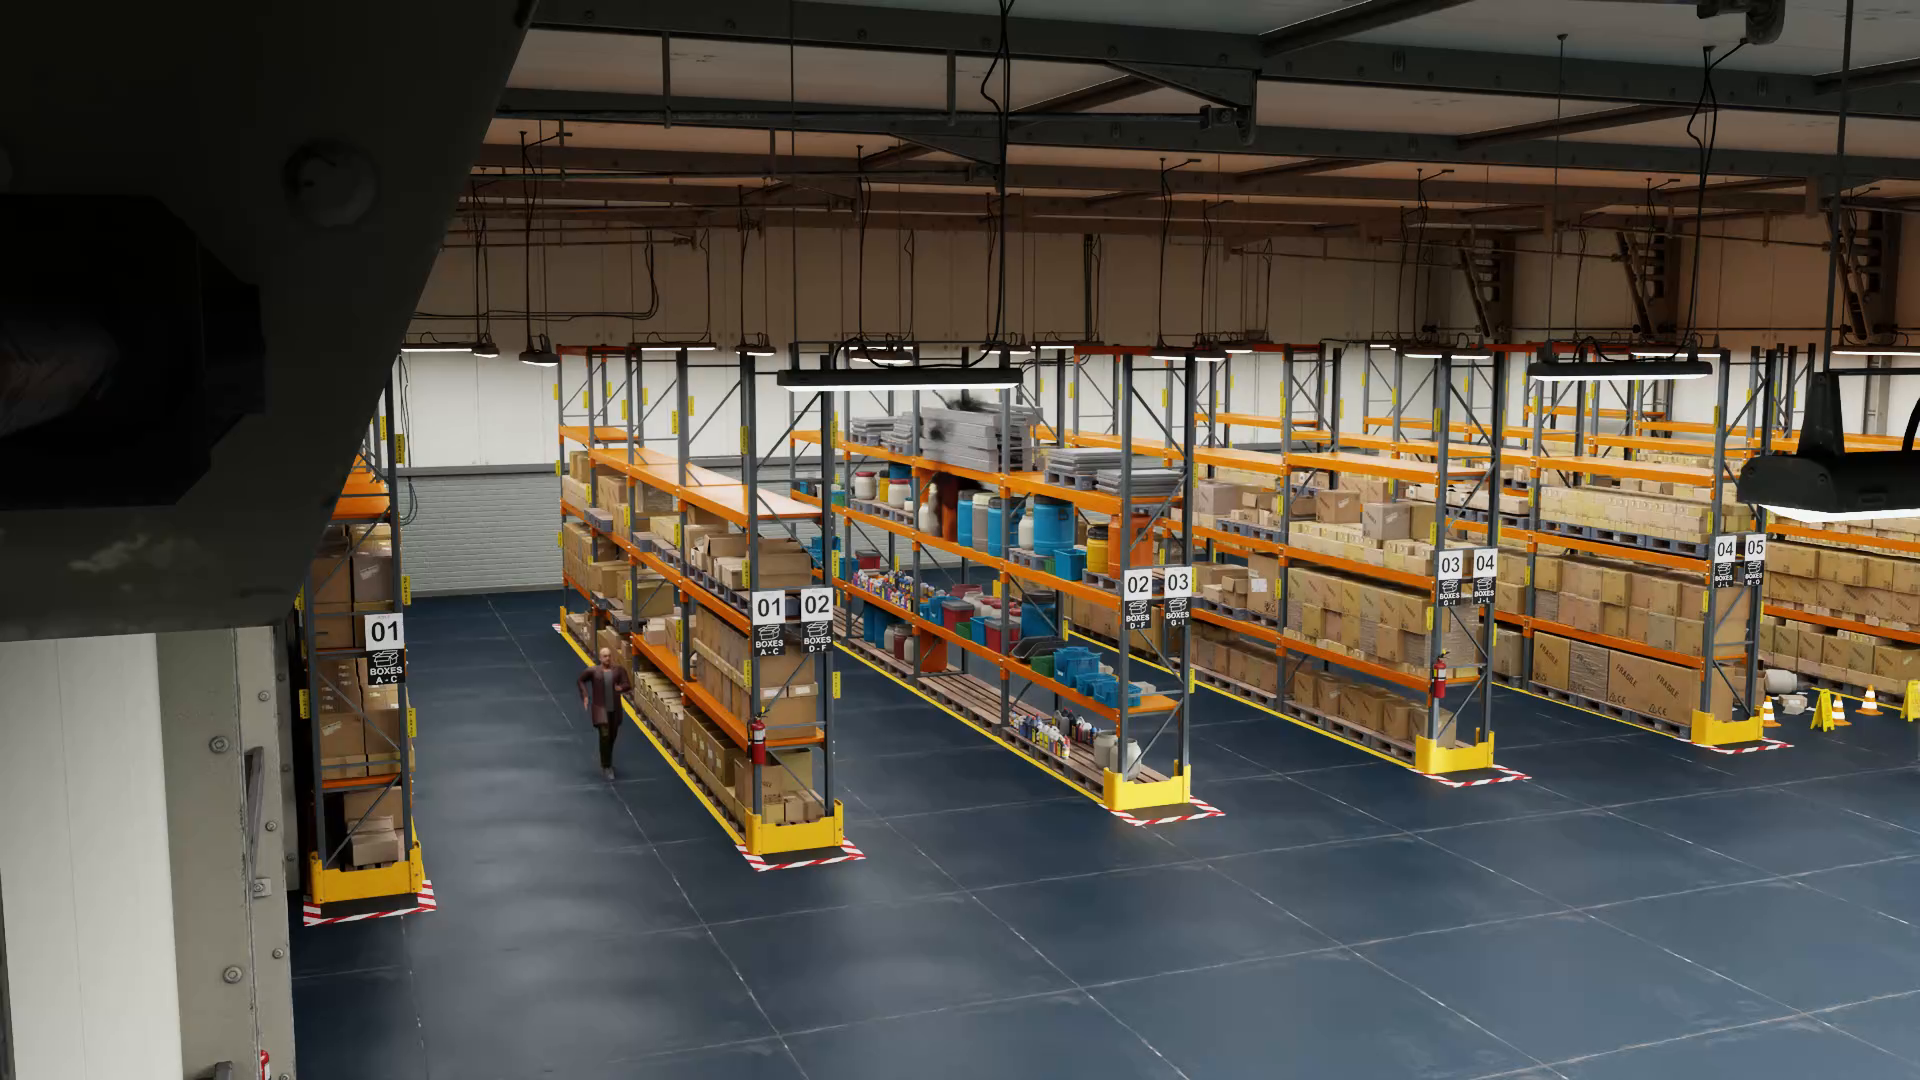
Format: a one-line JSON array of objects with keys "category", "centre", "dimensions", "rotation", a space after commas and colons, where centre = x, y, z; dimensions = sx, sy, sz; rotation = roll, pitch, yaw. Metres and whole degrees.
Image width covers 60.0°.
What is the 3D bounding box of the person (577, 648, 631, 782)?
[{"category": "person", "centre": [-5.033, 2.438, 23.673], "dimensions": [0.678, 1.833, 0.919], "rotation": [-4, 8, -31]}]
